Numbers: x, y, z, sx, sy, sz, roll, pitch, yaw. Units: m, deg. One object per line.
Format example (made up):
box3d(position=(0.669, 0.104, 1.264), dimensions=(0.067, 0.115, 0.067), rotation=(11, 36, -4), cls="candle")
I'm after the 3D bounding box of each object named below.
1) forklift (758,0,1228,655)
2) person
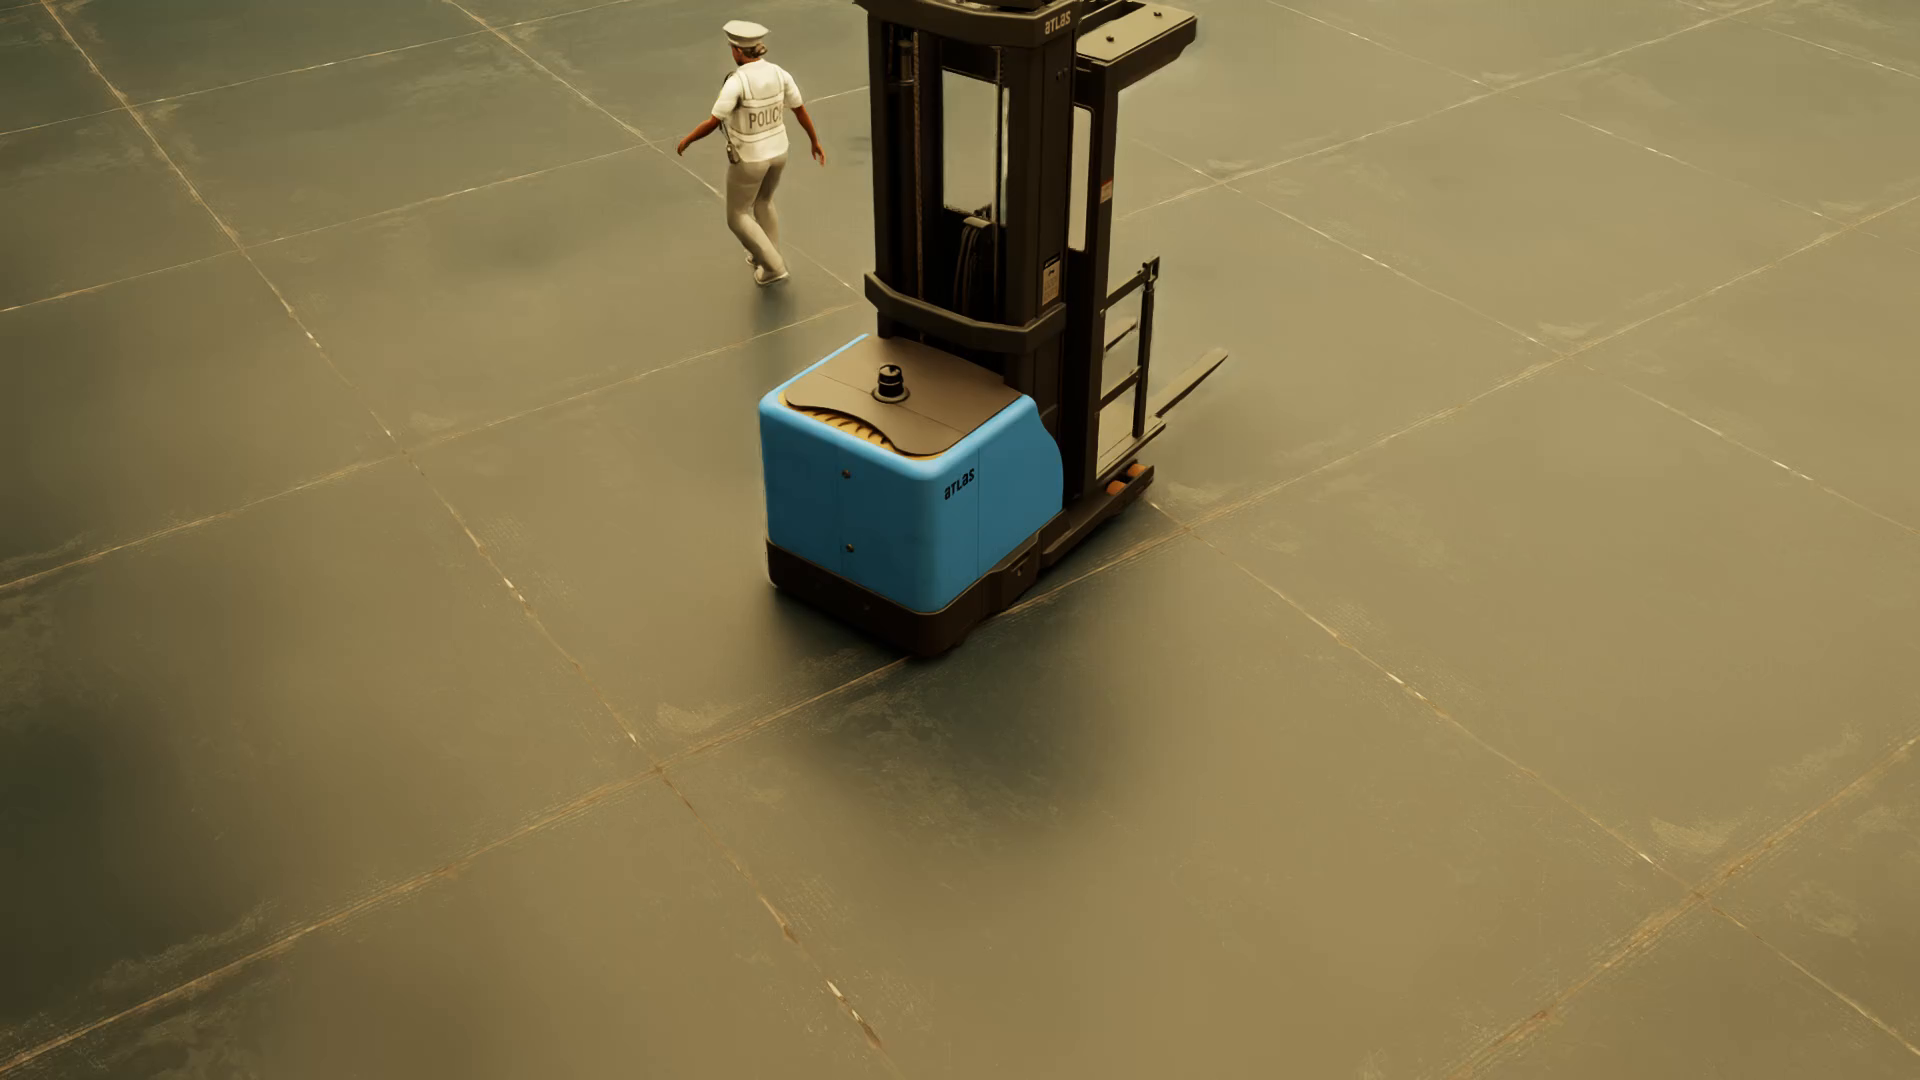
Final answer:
box3d(position=(0.358, -1.476, 7.941), dimensions=(1.130, 2.935, 3.031), rotation=(24, 43, 29), cls="forklift")
box3d(position=(-1.245, -2.357, 10.225), dimensions=(0.647, 1.645, 0.779), rotation=(29, 45, 33), cls="person")
